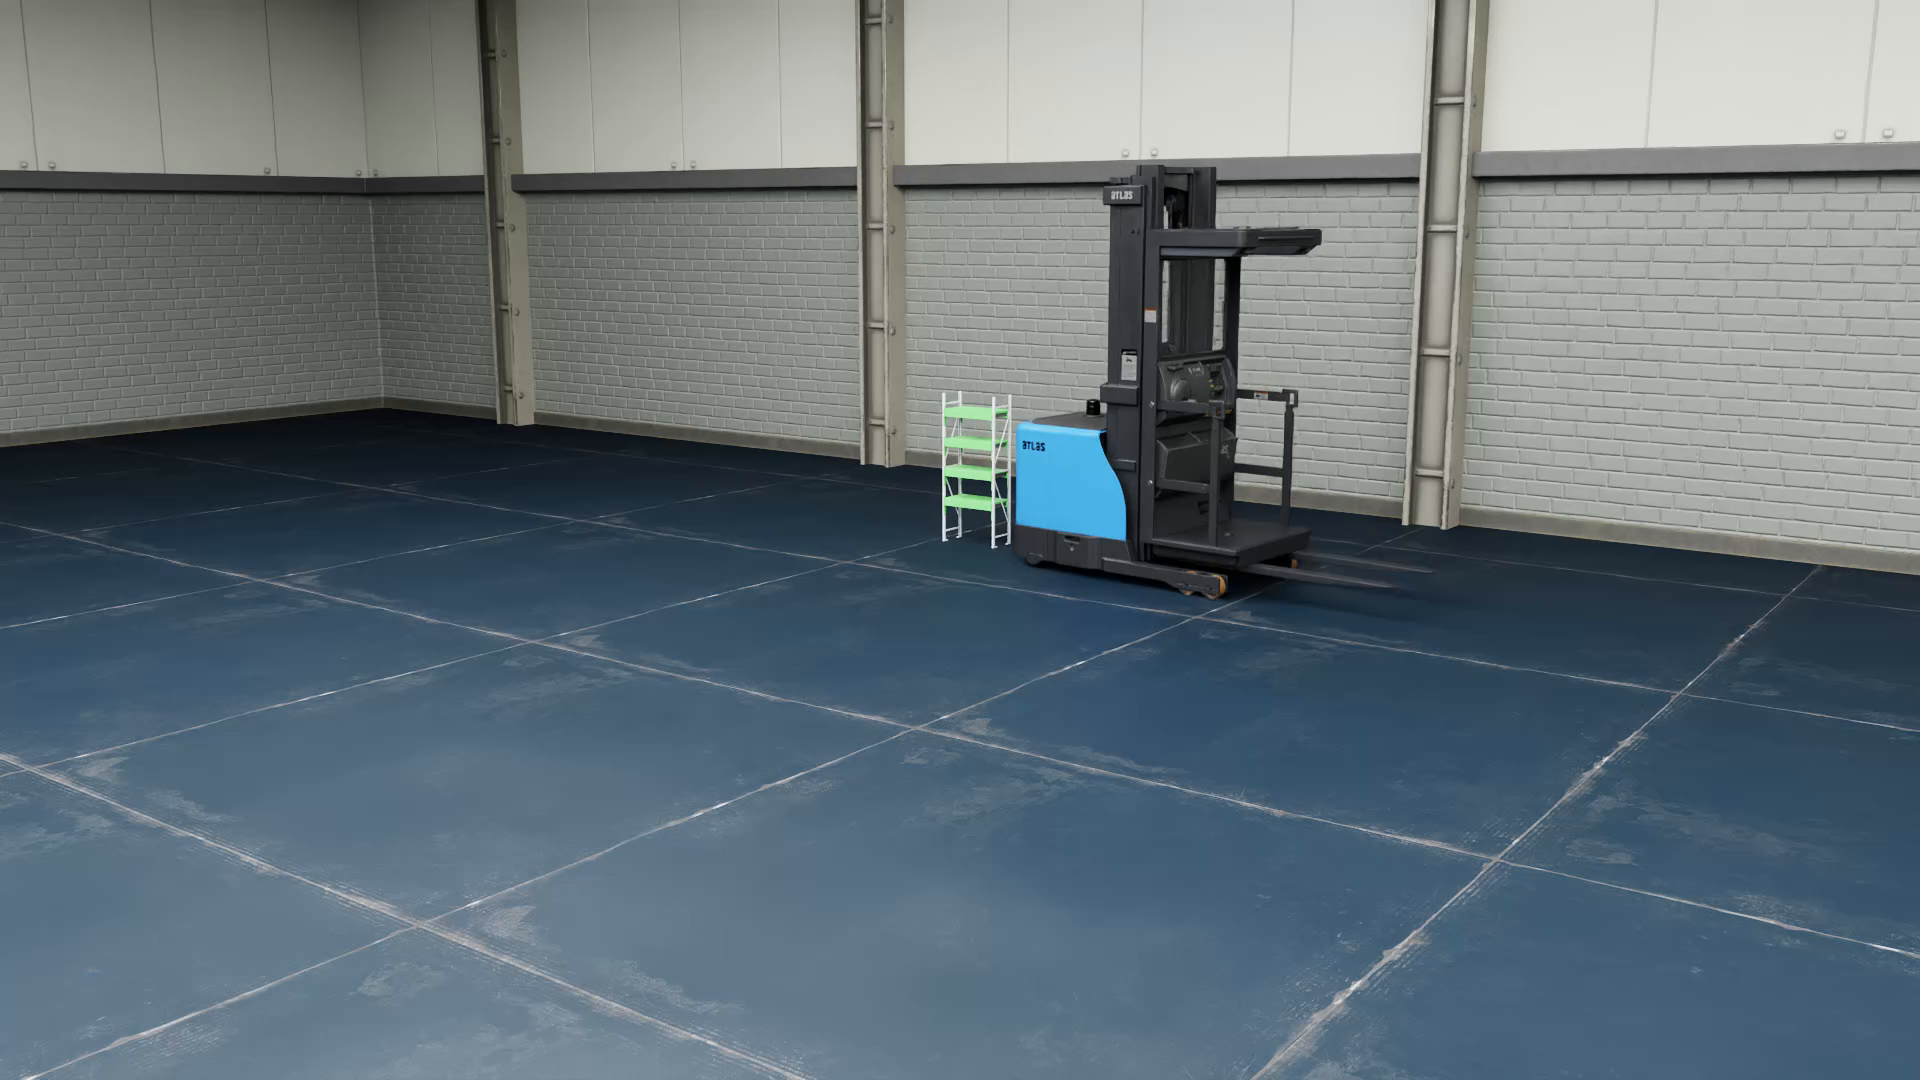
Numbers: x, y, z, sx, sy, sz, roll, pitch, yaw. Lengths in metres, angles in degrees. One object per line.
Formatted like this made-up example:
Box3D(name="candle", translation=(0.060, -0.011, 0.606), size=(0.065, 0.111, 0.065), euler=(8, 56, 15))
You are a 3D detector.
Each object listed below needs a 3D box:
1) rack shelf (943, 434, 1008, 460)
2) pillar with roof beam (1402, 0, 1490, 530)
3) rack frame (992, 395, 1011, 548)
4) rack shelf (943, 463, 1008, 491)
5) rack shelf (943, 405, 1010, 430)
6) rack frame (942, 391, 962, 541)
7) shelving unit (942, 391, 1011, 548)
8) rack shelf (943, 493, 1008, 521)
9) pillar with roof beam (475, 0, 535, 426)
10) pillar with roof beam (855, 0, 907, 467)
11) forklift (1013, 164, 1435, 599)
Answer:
Box3D(name="rack shelf", translation=(0.133, -0.743, 13.286), size=(0.480, 0.148, 0.258), euler=(8, 13, 36))
Box3D(name="pillar with roof beam", translation=(1.474, -3.891, 9.953), size=(0.400, 9.000, 9.100), euler=(8, 13, 36))
Box3D(name="rack frame", translation=(0.330, -0.543, 13.178), size=(0.015, 1.200, 0.240), euler=(8, 13, 36))
Box3D(name="rack shelf", translation=(0.133, -0.508, 13.332), size=(0.480, 0.148, 0.258), euler=(8, 13, 36))
Box3D(name="rack shelf", translation=(0.133, -0.979, 13.240), size=(0.480, 0.148, 0.258), euler=(8, 13, 36))
Box3D(name="rack frame", translation=(-0.063, -0.598, 13.461), size=(0.015, 1.200, 0.240), euler=(8, 13, 36))
Box3D(name="shelving unit", translation=(0.133, -0.570, 13.320), size=(0.503, 1.200, 0.258), euler=(8, 13, 36))
Box3D(name="rack shelf", translation=(0.133, -0.272, 13.377), size=(0.480, 0.148, 0.258), euler=(8, 13, 36))
Box3D(name="pillar with roof beam", translation=(-8.198, -5.241, 16.927), size=(0.400, 9.000, 9.100), euler=(8, 13, 36))
Box3D(name="pillar with roof beam", translation=(-3.362, -4.566, 13.440), size=(0.400, 9.000, 9.100), euler=(8, 13, 36))
Box3D(name="forklift", translation=(1.855, -1.148, 11.747), size=(3.031, 2.935, 1.130), euler=(9, 14, 40))
